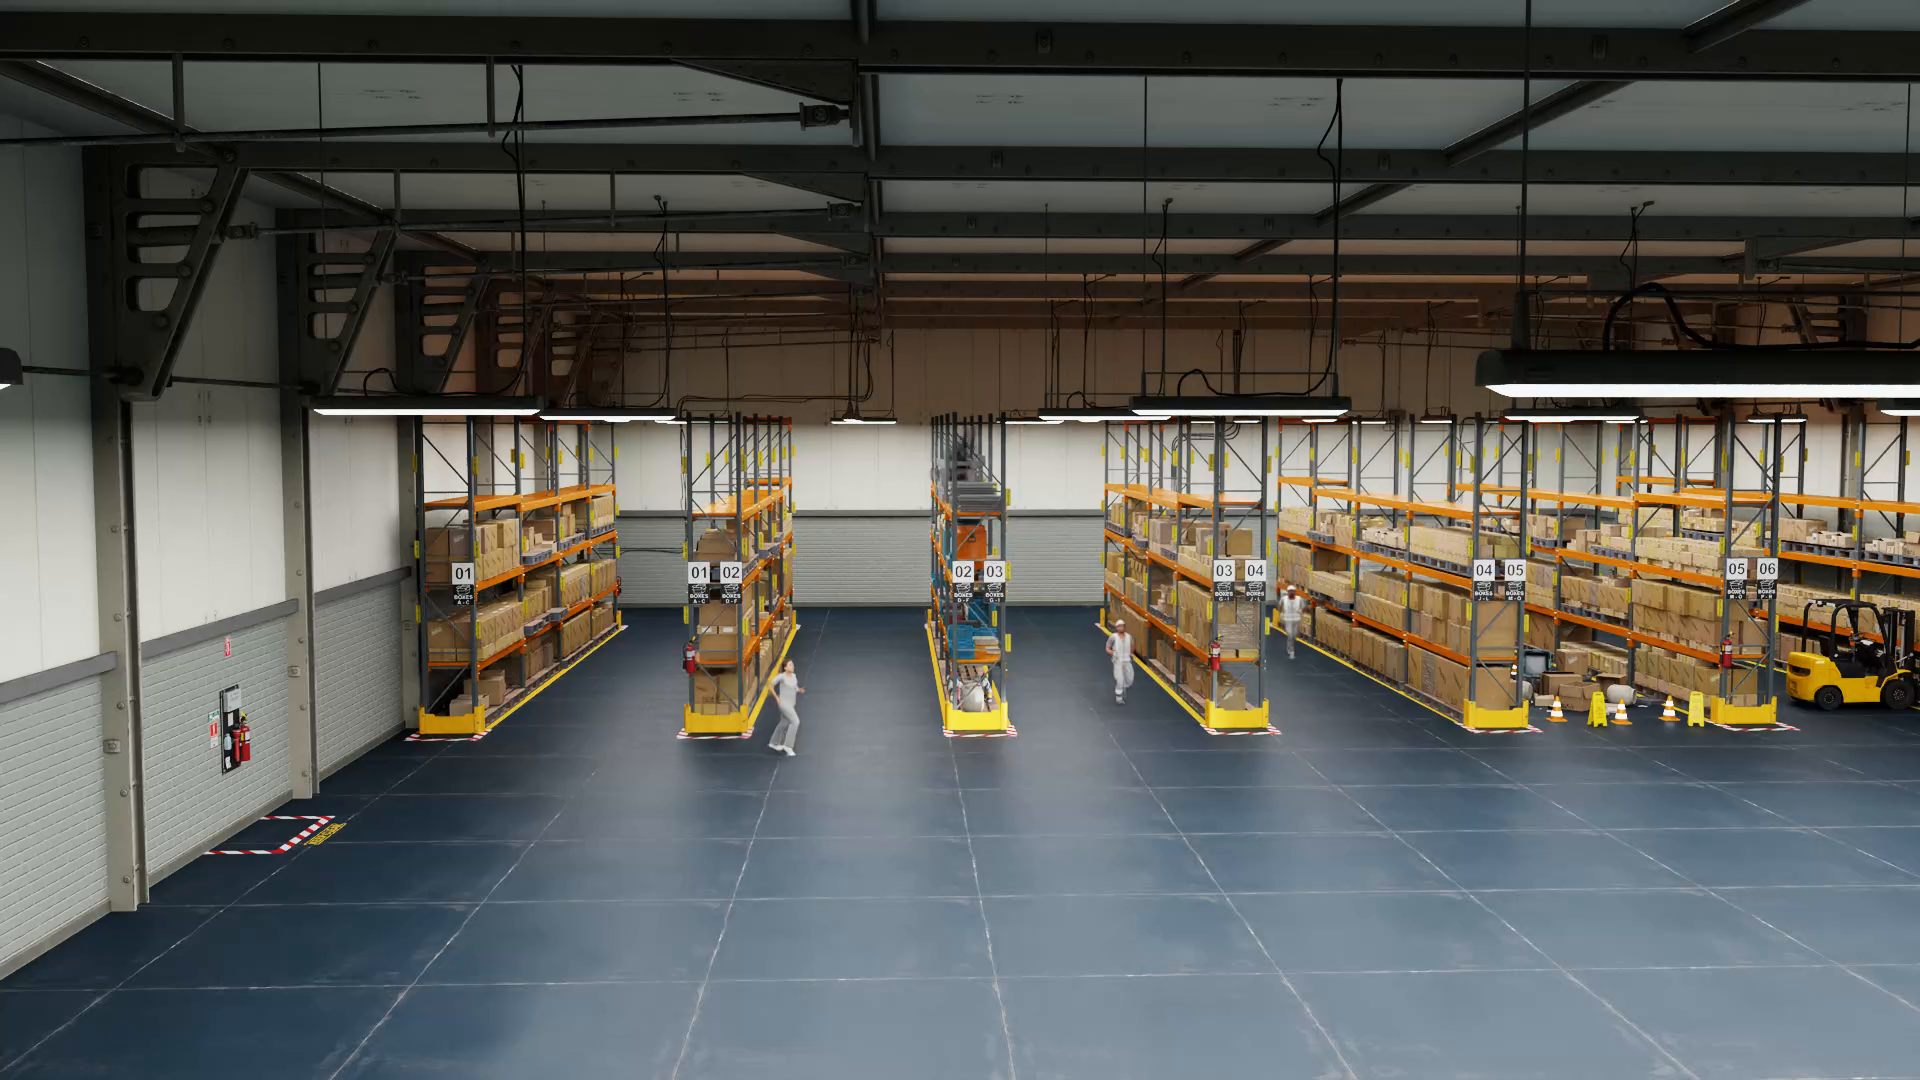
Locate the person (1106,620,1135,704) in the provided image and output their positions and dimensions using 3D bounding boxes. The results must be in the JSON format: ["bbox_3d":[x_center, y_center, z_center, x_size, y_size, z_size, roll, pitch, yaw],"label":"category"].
[{"bbox_3d":[3.339,2.518,34.229,0.649,1.740,0.601,-1,4,-15],"label":"person"}]

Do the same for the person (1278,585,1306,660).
[{"bbox_3d":[8.254,2.019,41.290,0.665,1.797,0.926,0,4,1],"label":"person"}]

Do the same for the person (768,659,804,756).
[{"bbox_3d":[-3.041,2.917,29.072,0.738,1.712,0.547,2,4,28],"label":"person"}]

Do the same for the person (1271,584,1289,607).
[{"bbox_3d":[9.491,1.536,49.101,0.587,1.722,0.664,-1,4,-15],"label":"person"}]
